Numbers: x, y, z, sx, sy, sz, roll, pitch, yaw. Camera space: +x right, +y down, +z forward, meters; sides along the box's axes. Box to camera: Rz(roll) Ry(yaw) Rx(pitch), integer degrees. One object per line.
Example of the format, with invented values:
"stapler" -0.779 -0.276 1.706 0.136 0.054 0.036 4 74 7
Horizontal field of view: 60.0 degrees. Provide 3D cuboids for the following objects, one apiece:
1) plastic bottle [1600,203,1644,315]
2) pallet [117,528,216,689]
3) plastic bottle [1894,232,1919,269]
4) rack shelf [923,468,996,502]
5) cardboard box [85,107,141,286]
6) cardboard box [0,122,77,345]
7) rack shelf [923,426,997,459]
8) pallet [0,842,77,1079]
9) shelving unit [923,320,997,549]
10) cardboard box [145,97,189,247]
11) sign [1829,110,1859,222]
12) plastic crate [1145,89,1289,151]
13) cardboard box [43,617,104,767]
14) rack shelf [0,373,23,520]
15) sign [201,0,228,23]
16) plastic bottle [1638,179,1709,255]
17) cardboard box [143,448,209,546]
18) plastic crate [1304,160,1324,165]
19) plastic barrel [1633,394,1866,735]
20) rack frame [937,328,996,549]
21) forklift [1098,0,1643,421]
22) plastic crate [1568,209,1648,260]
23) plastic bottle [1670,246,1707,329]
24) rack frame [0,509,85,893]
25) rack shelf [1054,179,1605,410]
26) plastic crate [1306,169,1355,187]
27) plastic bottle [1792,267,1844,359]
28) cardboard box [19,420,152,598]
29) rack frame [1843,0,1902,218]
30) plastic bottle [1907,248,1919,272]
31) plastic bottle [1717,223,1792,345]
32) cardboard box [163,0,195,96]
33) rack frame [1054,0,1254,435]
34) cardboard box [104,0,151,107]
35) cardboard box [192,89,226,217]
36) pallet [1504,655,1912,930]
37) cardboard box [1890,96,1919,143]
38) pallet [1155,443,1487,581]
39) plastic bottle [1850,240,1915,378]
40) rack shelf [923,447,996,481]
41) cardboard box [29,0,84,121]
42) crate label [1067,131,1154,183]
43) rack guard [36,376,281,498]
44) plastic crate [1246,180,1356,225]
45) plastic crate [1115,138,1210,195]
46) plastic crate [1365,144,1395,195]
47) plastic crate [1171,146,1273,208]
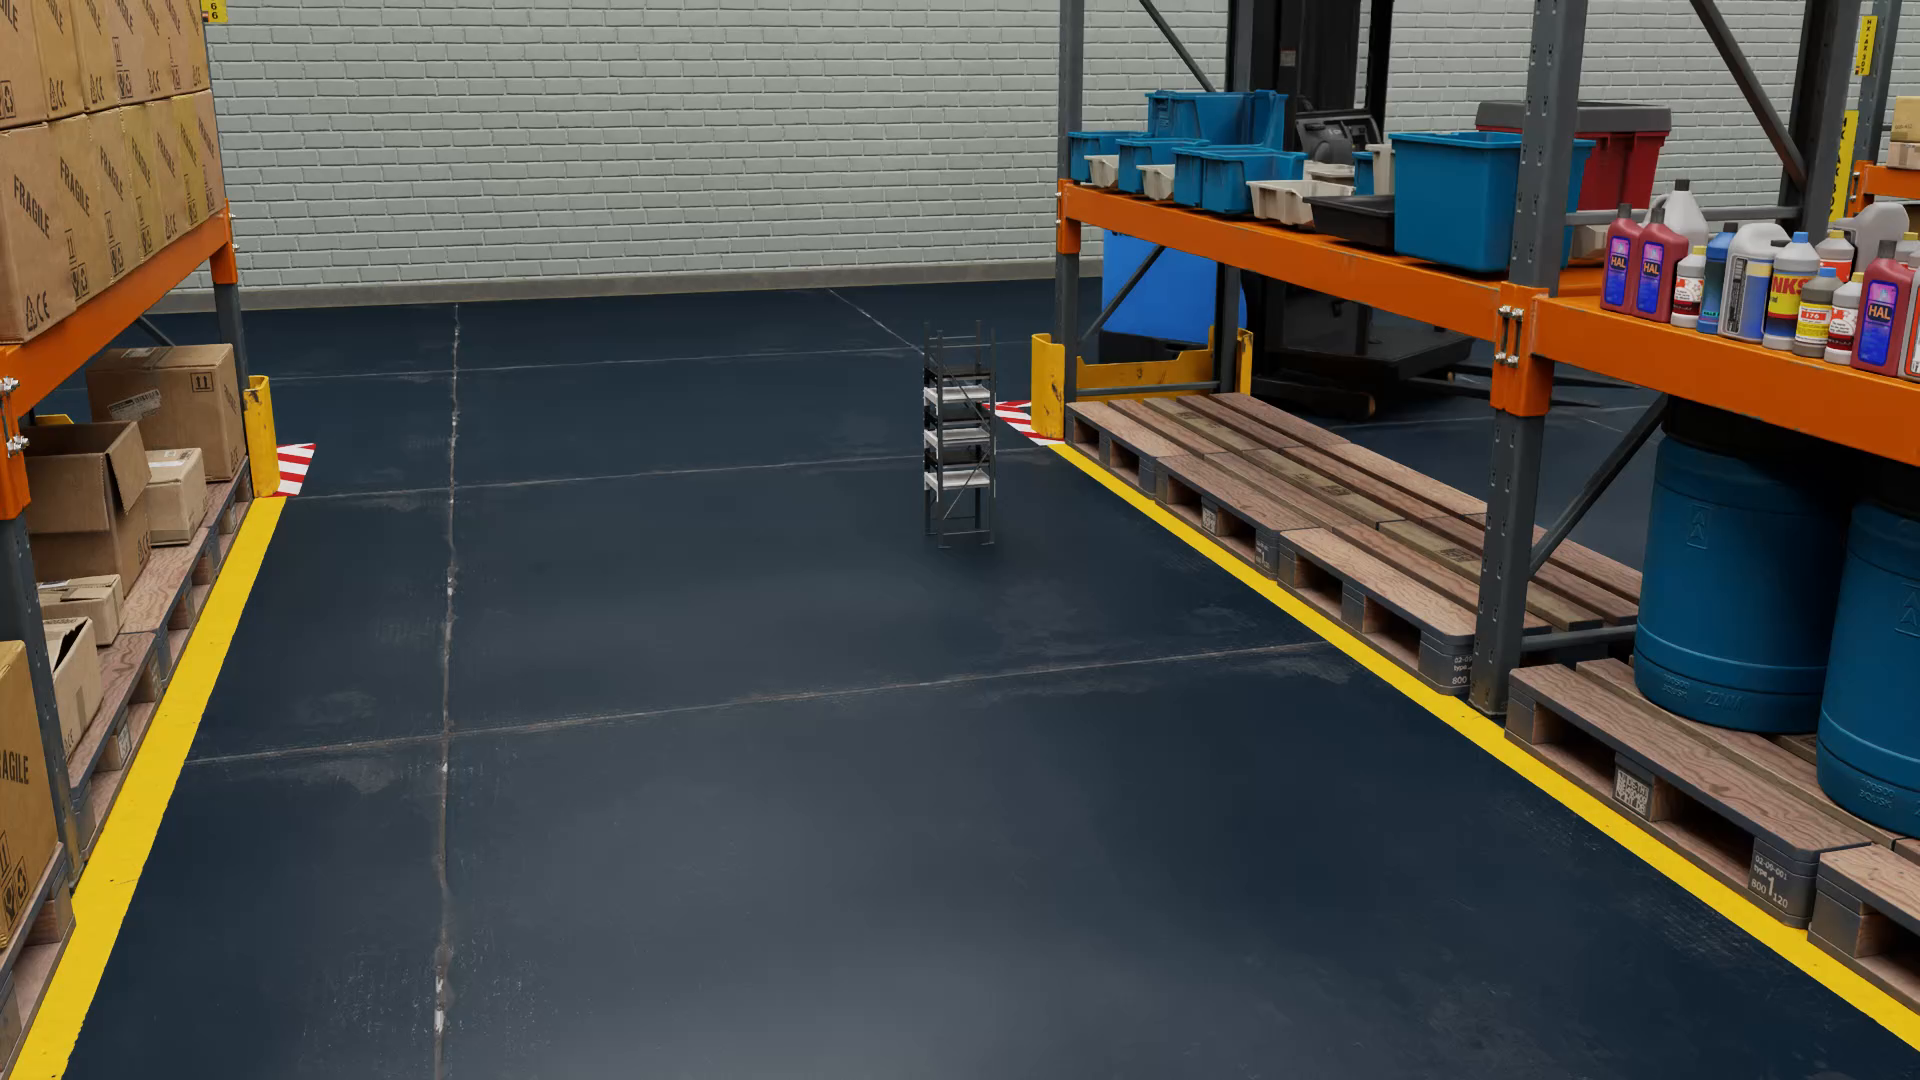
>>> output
"plastic bottle" 1.784 -0.751 4.440 0.061 0.283 0.133 -5 17 -15
"pallet" -3.197 0.256 5.732 1.003 0.211 1.213 -5 17 -15
"plastic bottle" 2.571 -0.733 4.524 0.097 0.201 0.097 0 17 0
"rack shelf" -0.002 -0.229 6.891 0.258 0.077 0.200 -5 17 -15
"cardboard box" -2.827 -1.042 5.032 0.500 0.500 0.500 -5 17 -16
"cardboard box" -2.548 -0.762 4.100 0.500 0.500 0.500 -4 17 -14
"rack shelf" -0.002 -0.401 6.840 0.258 0.077 0.200 -5 17 -15
"pallet" -2.410 1.006 3.235 1.003 0.211 1.213 -5 17 -15
"shelving unit" -0.002 -0.433 6.830 0.258 0.900 0.210 -5 17 -15
"cardboard box" -3.107 -1.321 5.964 0.500 0.500 0.500 -5 17 -15
"sign" 2.623 -1.117 4.976 0.100 0.325 0.005 -5 17 -15
"plastic crate" 1.266 -2.016 8.284 0.616 0.435 0.499 -5 17 -15
"cardboard box" -2.577 0.393 4.340 0.500 0.311 0.500 -5 17 -15
"rack shelf" -2.120 0.347 1.835 1.077 0.370 4.000 -5 17 -15
"sign" -3.230 -2.402 7.172 0.100 0.325 0.005 -5 17 -15
"plastic bottle" 1.890 -0.784 4.434 0.144 0.351 0.185 -5 17 -15
"cardboard box" -3.151 -0.155 6.270 0.500 0.250 0.500 -5 17 -15
"plastic crate" 1.458 -1.658 7.612 0.396 0.136 0.243 -5 17 -15
"plastic barrel" 2.227 0.014 4.609 0.600 0.901 0.708 -5 17 -15
"rack frame" 0.026 -0.405 6.736 0.240 0.900 0.006 -5 17 -15
"forklift" 2.299 -2.224 9.260 3.031 2.935 1.130 14 21 38
"plastic crate" 2.103 -0.984 5.369 0.396 0.136 0.243 -5 17 -15
"plastic bottle" 1.870 -0.644 4.228 0.097 0.201 0.097 0 17 0
"rack frame" -2.670 -0.551 3.573 1.000 3.000 0.127 -5 17 -15
"rack shelf" 1.544 -1.150 6.818 1.077 0.370 4.000 -5 17 -15
"plastic crate" 1.657 -1.503 7.094 0.298 0.136 0.250 -5 17 -15
"plastic bottle" 1.987 -0.526 3.835 0.097 0.201 0.097 0 17 0
"cardboard box" -3.191 -0.086 5.597 0.797 0.503 0.637 -5 17 -15
"rack frame" 5.757 -2.440 9.860 1.000 3.000 0.127 -5 17 -15
"plastic bottle" 2.549 -0.692 4.386 0.097 0.201 0.097 0 17 0
"plastic bottle" 1.955 -0.623 4.028 0.152 0.276 0.135 -5 17 -15
"cardboard box" -3.243 -1.943 6.296 0.500 0.500 0.500 -4 17 -14
"rack frame" 0.994 -2.048 8.557 1.000 3.000 0.127 -5 17 -15
"cardboard box" -2.955 -1.658 5.347 0.500 0.500 0.500 -4 17 -14
"cardboard box" -3.385 -1.603 6.901 0.500 0.500 0.500 -4 17 -14
"pallet" 2.266 0.610 4.553 1.003 0.211 1.213 -5 17 -15
"cardboard box" 5.629 -2.356 9.326 0.500 0.250 0.500 -5 17 -17
"pallet" 1.515 -0.145 7.067 1.003 0.211 1.213 -5 17 -15
"plastic bottle" 2.028 -0.505 3.622 0.061 0.283 0.133 -5 17 -15
"rack shelf" -0.002 -0.315 6.866 0.258 0.077 0.200 -5 17 -15
"cardboard box" -2.671 -1.373 4.398 0.500 0.500 0.500 -5 18 -17
"crate label" 0.746 -1.902 8.258 0.416 0.233 0.303 -5 17 -15
"rack guard" -3.749 -0.439 7.546 1.175 0.500 0.348 -5 17 -15
"plastic crate" 1.326 -1.302 6.427 0.293 0.136 0.466 -5 17 -15
"plastic crate" 0.926 -1.720 7.652 0.416 0.233 0.300 -5 17 -15
"plastic crate" 1.851 -1.351 6.336 0.437 0.282 0.530 -5 17 -15
"plastic crate" 1.107 -1.538 7.046 0.416 0.233 0.300 -5 17 -15
